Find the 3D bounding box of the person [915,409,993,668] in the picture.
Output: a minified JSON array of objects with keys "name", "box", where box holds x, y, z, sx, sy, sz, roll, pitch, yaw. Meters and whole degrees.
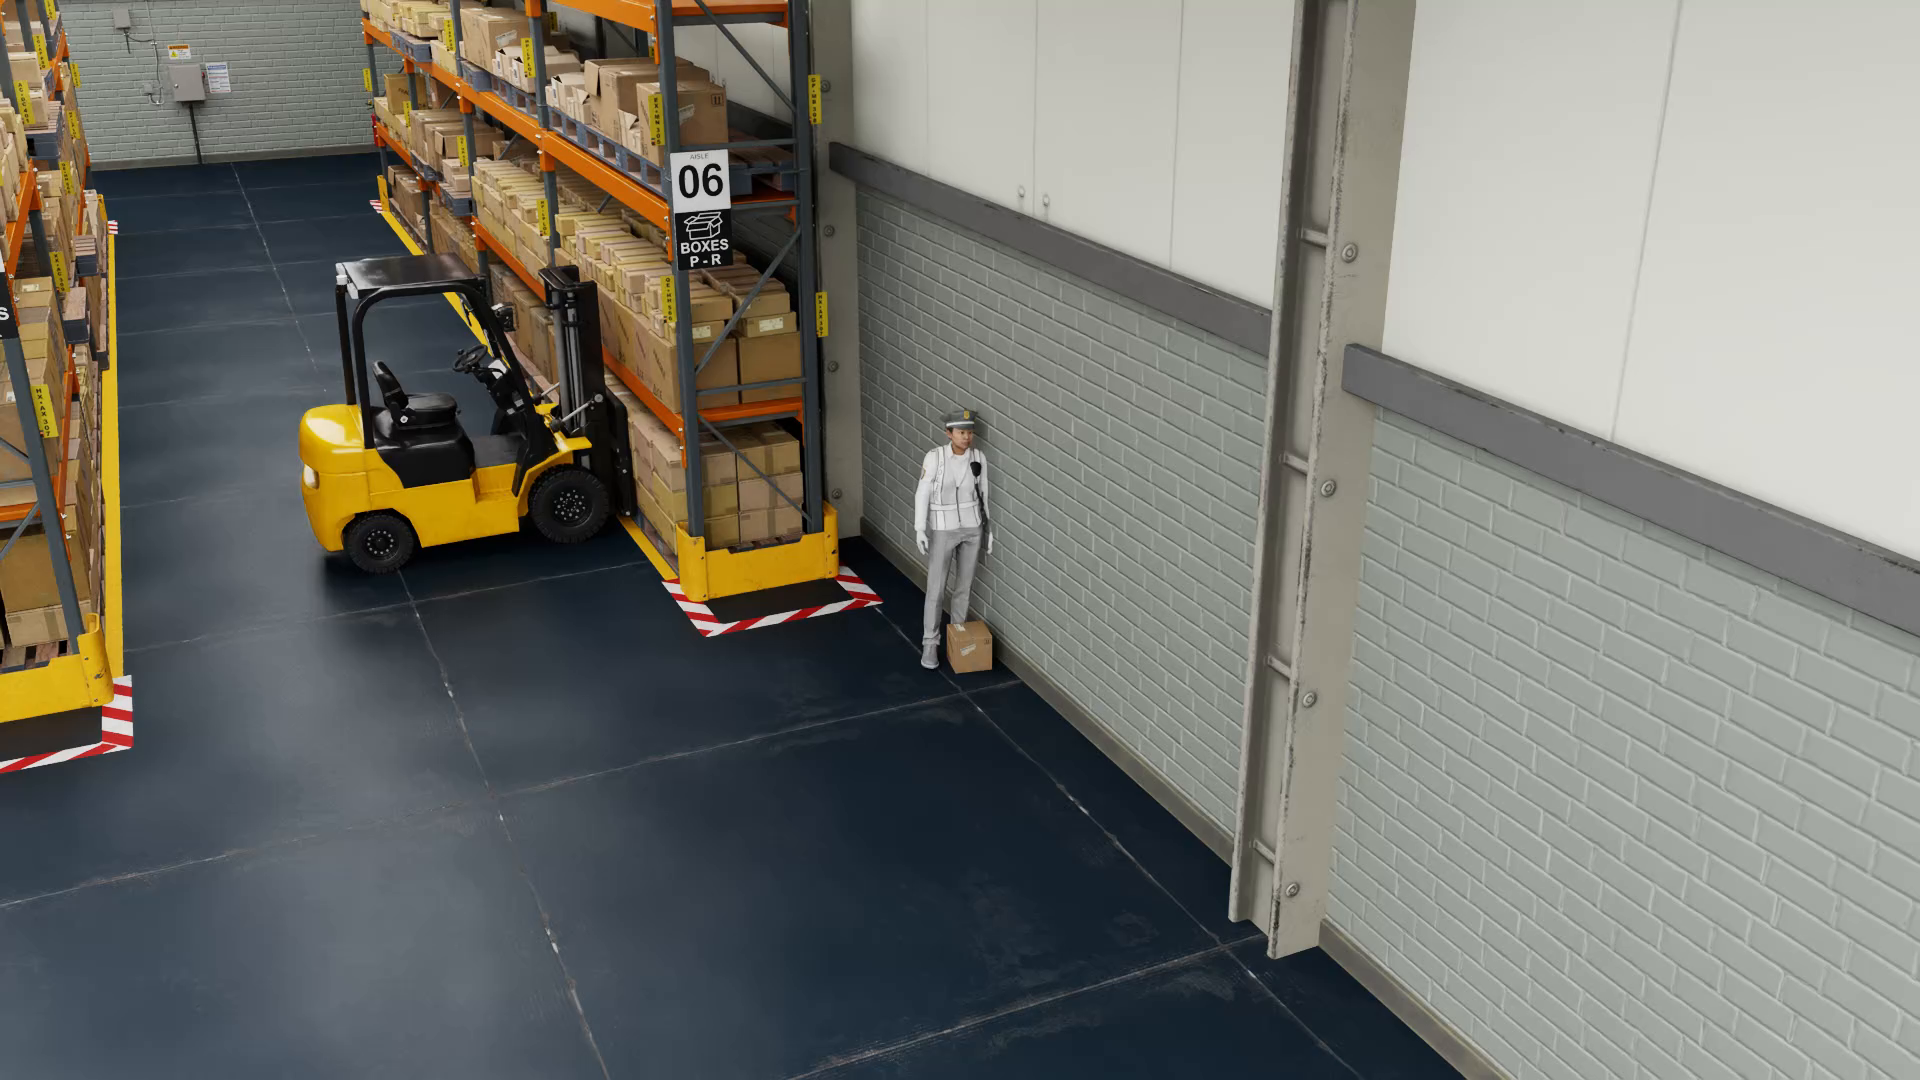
[{"name":"person","box":[-0.011,-0.030,11.018,0.587,1.684,0.531,-5,23,-12]}]
